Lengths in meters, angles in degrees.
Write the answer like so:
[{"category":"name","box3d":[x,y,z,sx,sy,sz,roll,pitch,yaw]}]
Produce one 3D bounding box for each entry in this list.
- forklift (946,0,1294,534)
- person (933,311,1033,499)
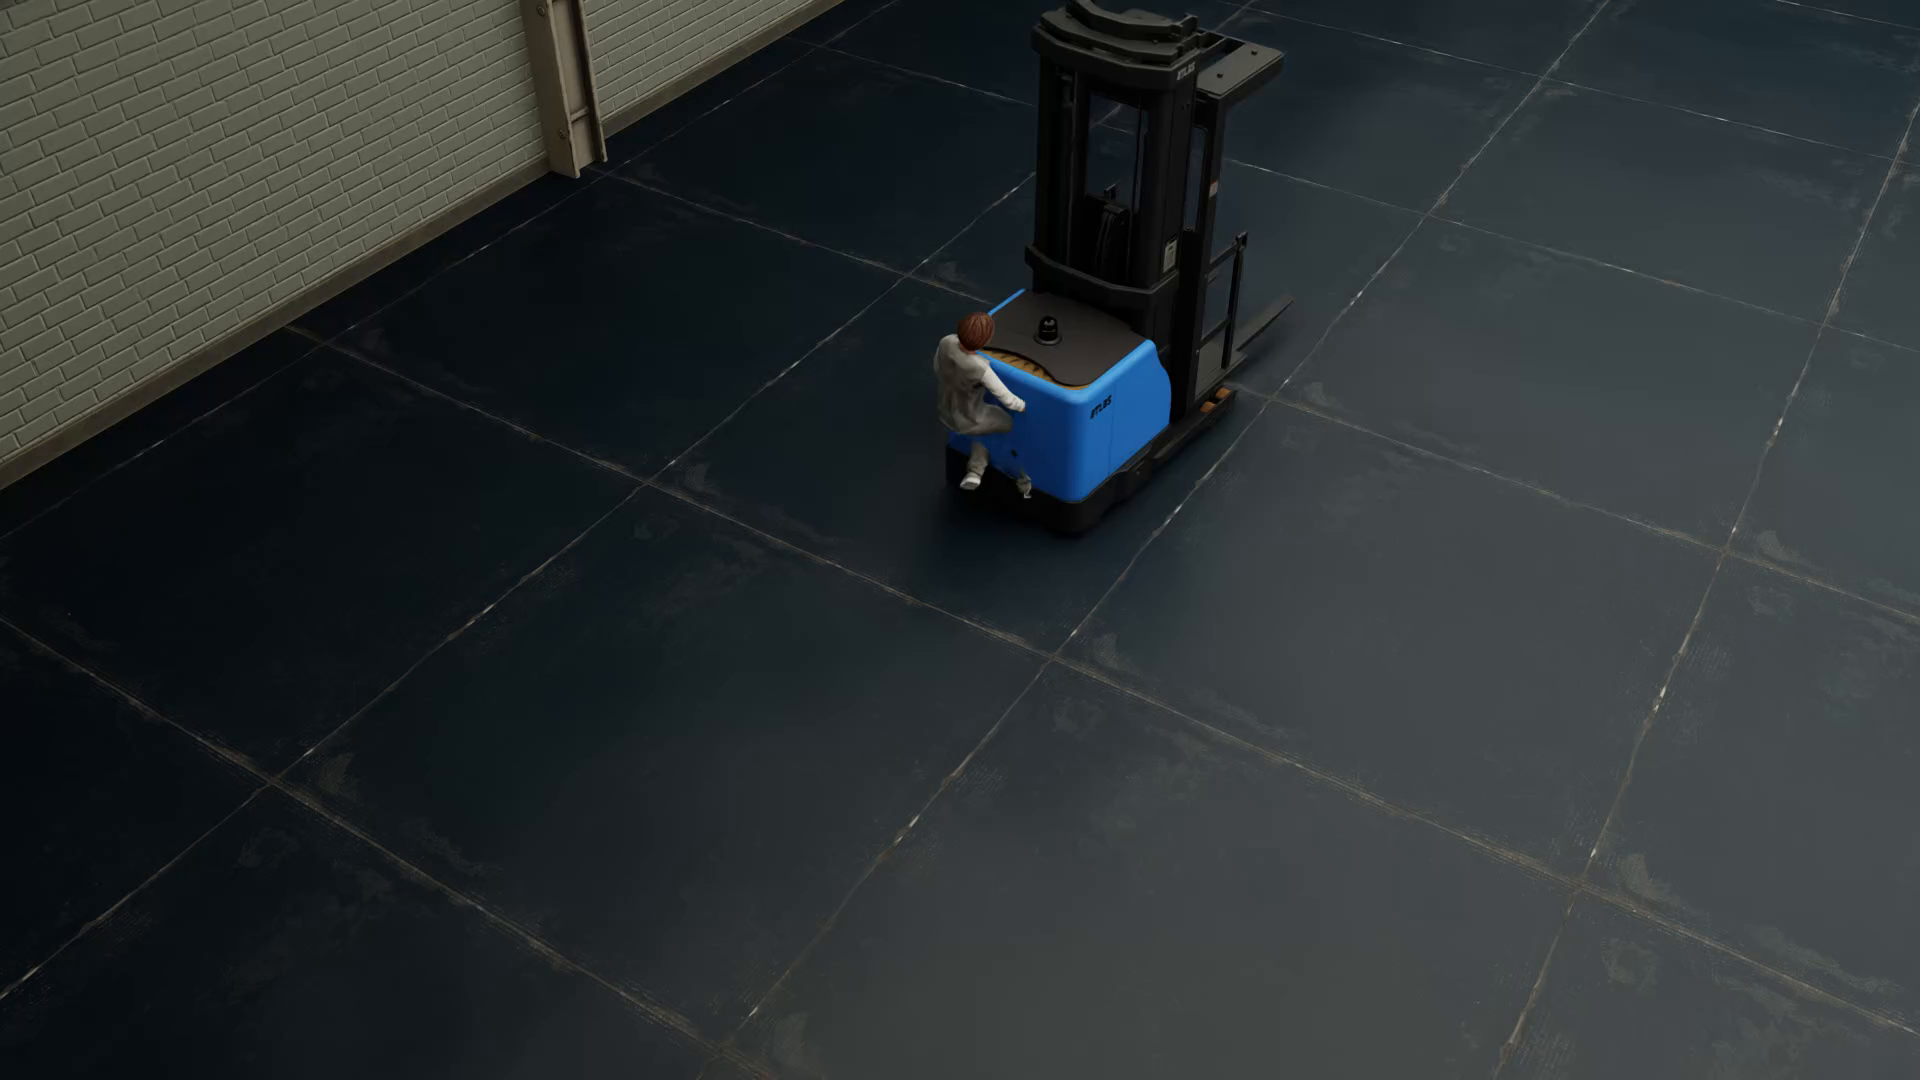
[{"category":"forklift","box3d":[1.209,-2.055,10.392,1.130,2.935,3.031,27,47,28]},{"category":"person","box3d":[0.204,-0.841,9.976,0.592,1.313,0.664,-26,47,-28]}]
